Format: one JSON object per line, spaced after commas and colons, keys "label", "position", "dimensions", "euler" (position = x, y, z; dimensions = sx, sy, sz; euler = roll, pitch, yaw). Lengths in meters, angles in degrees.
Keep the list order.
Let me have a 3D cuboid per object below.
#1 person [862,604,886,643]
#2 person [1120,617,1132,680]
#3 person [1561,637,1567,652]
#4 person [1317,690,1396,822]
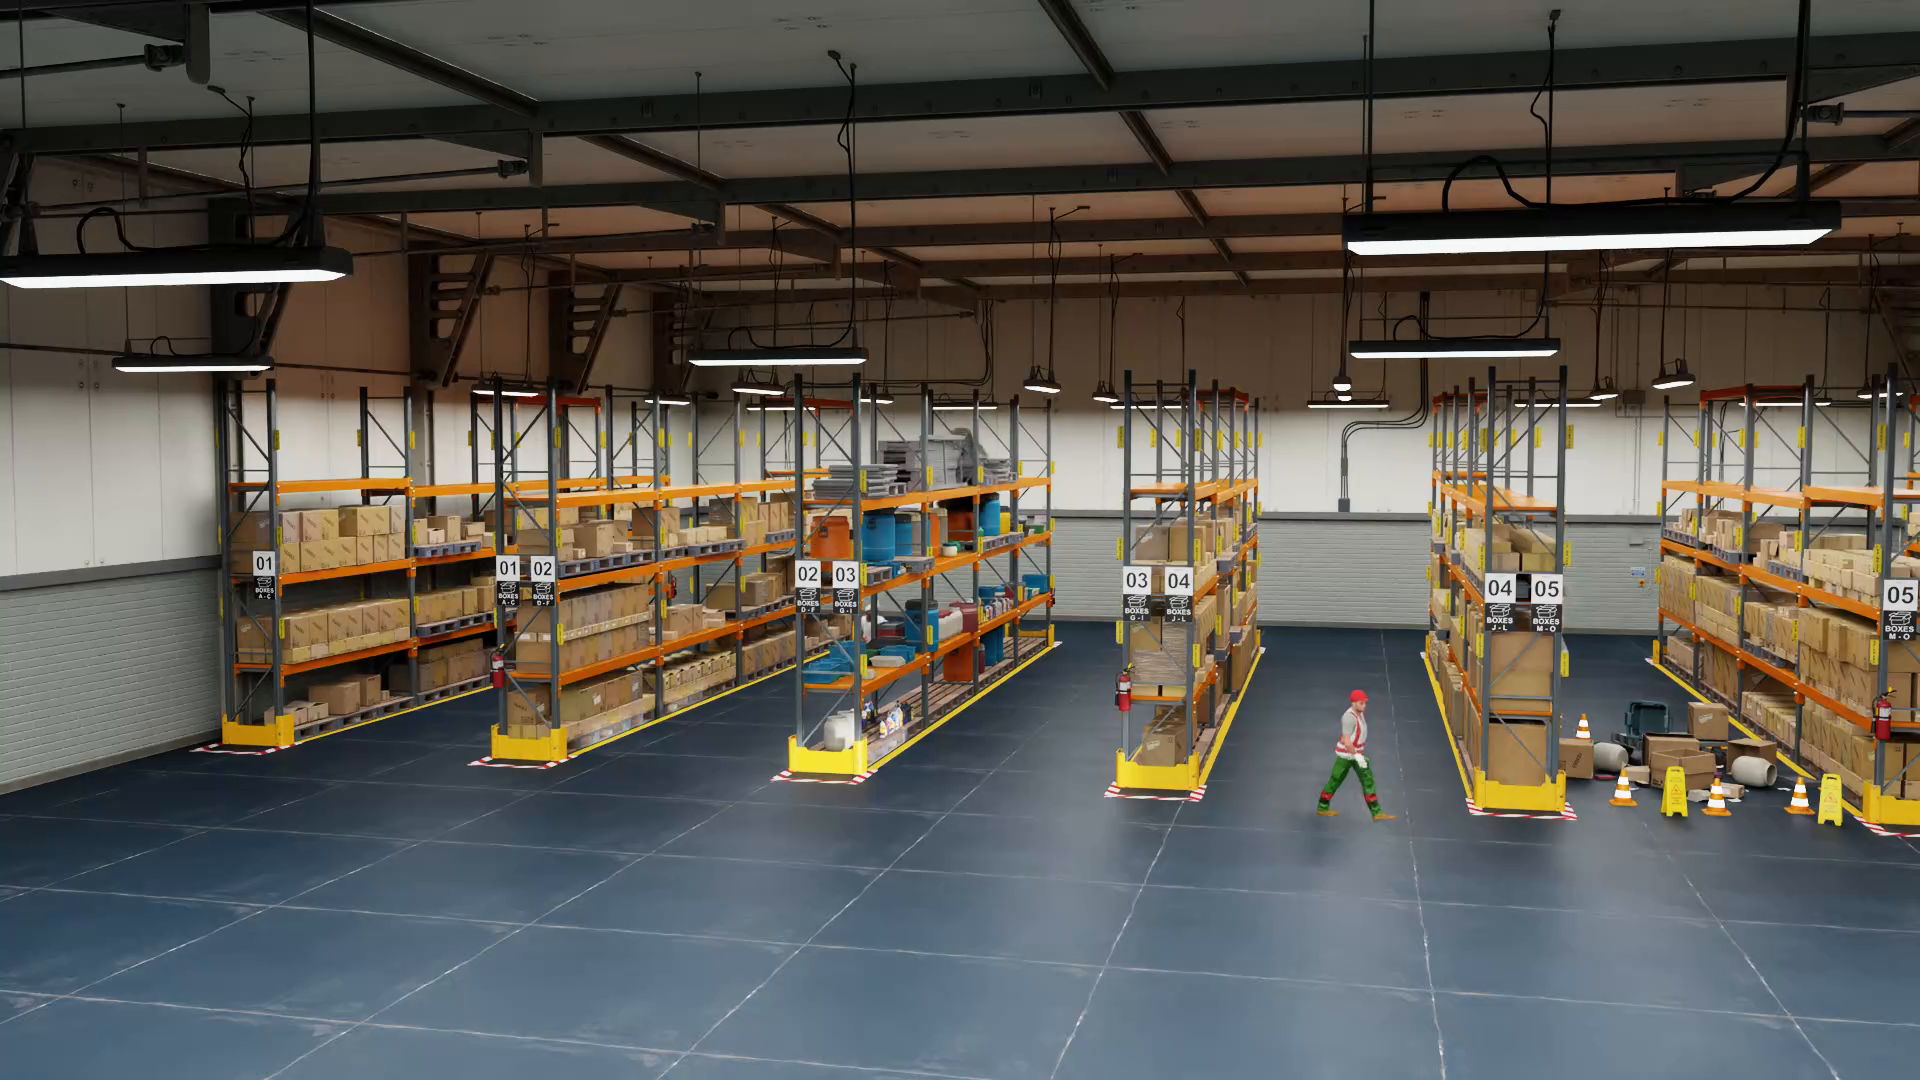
{"label": "person", "position": [-1.794, 2.131, 34.166], "dimensions": [0.691, 1.653, 0.763], "euler": [0, 3, 2]}
{"label": "person", "position": [3.532, 2.105, 34.353], "dimensions": [0.553, 1.630, 0.607], "euler": [1, 4, 12]}
{"label": "person", "position": [13.816, 1.840, 38.805], "dimensions": [0.700, 1.688, 0.542], "euler": [0, 3, 6]}
{"label": "person", "position": [5.139, 2.799, 21.637], "dimensions": [1.045, 1.717, 0.610], "euler": [3, 5, 42]}
